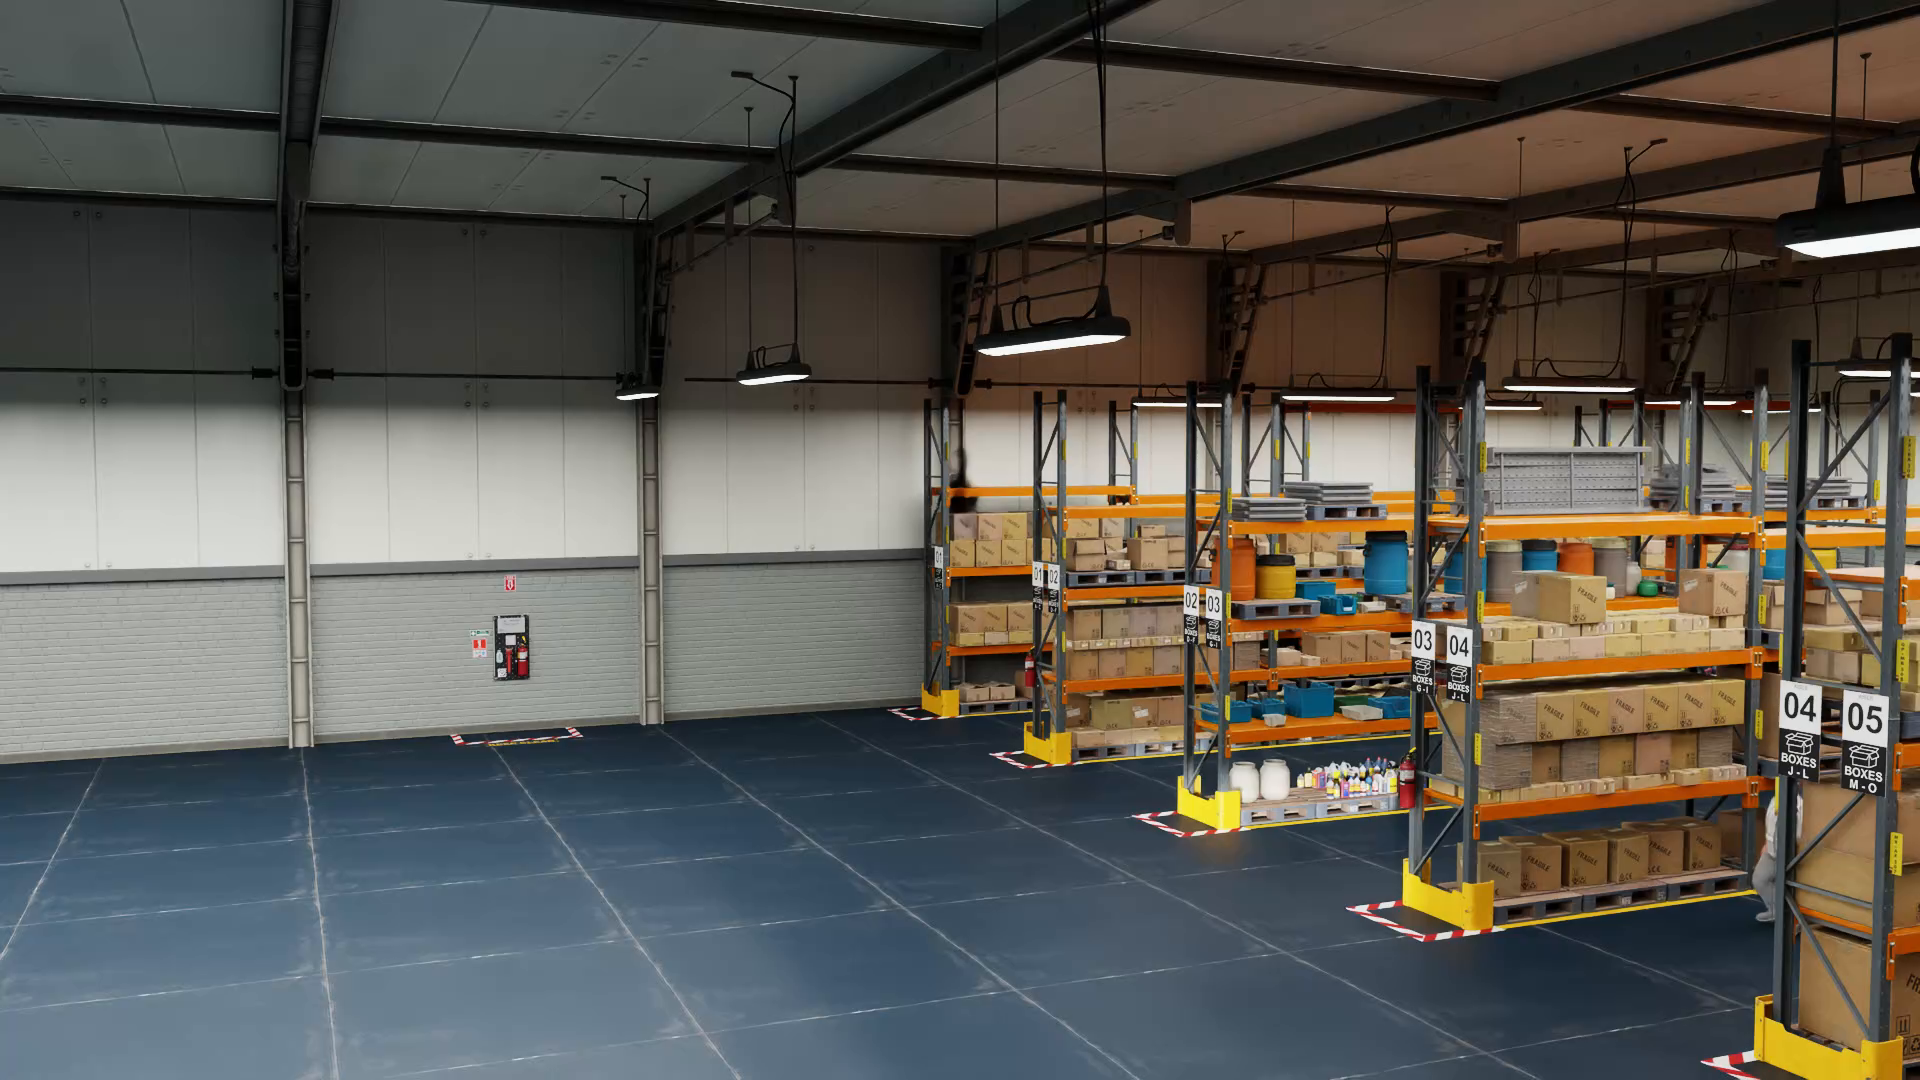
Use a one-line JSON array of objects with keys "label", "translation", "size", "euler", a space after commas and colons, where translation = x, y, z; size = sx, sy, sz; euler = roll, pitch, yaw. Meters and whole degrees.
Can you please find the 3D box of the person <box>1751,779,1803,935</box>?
[{"label": "person", "translation": [8.598, 3.275, 17.434], "size": [0.588, 1.725, 0.786], "euler": [-2, 4, -24]}]
